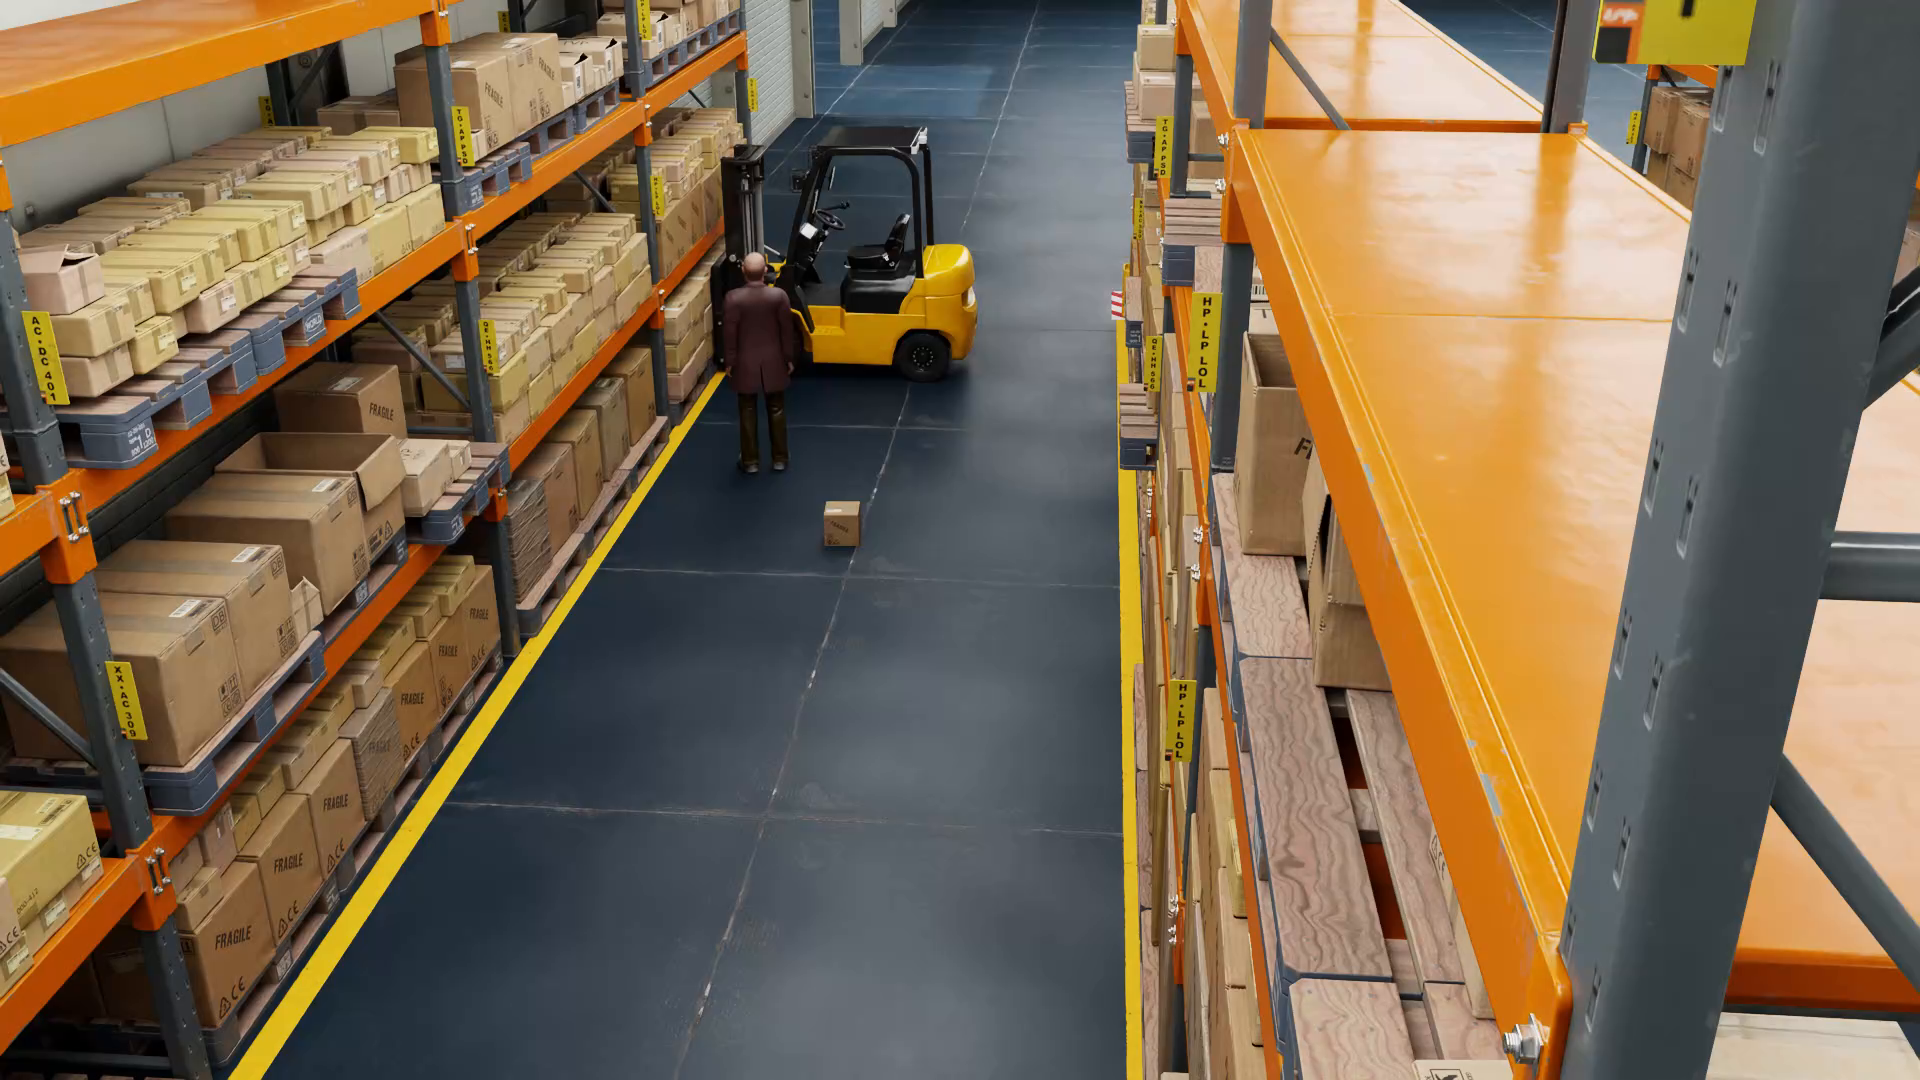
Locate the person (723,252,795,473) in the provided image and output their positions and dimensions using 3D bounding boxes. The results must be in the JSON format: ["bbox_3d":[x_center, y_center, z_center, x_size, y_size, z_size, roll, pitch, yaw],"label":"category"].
[{"bbox_3d":[-1.596,-1.420,13.191,0.566,1.785,0.396,-5,25,-11],"label":"person"}]
